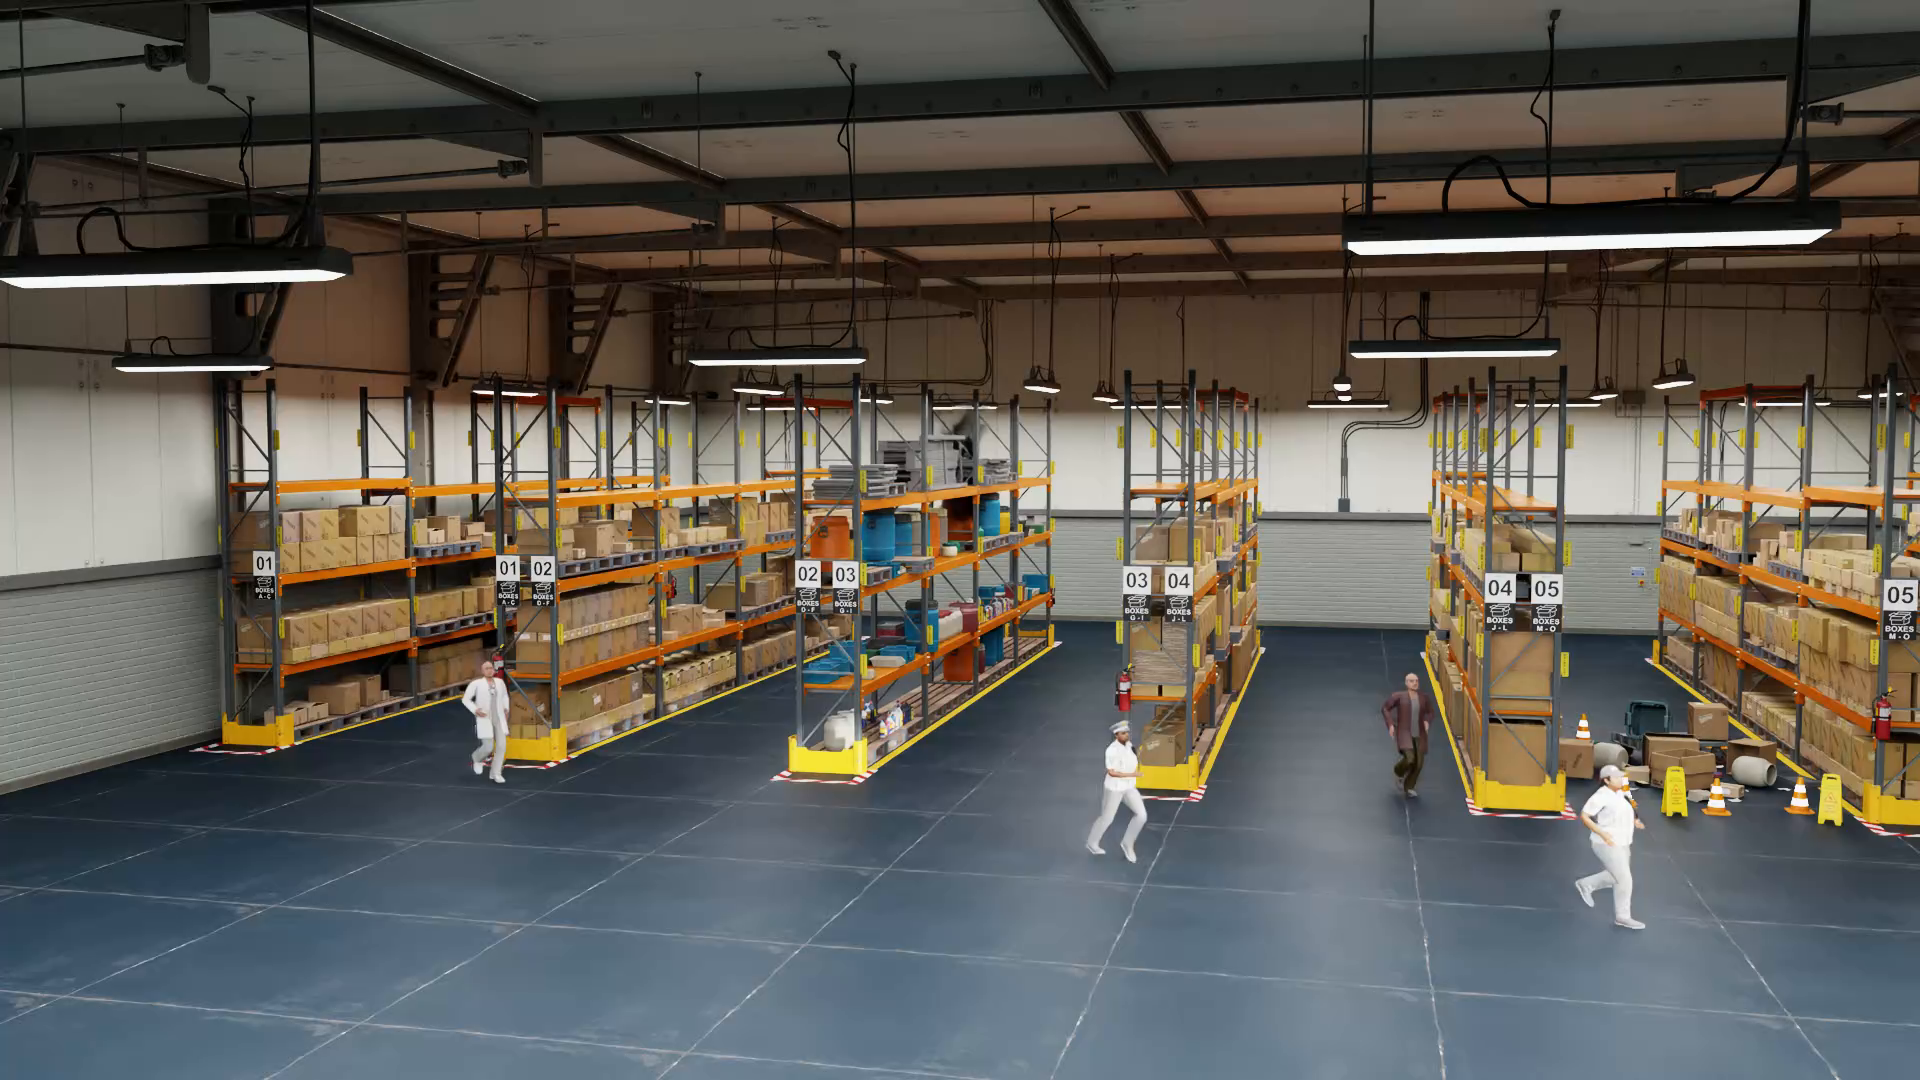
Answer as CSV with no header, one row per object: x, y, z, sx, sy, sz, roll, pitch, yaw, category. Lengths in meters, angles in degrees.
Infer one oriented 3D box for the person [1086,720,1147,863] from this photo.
1.909,2.971,19.780,0.584,1.704,0.864,-3,4,-40,person

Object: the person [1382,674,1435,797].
6.319,2.739,23.261,0.704,1.732,0.628,0,3,-6,person

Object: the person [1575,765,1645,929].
6.736,3.147,17.258,0.620,1.634,0.823,-3,5,-41,person

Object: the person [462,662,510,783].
-6.946,2.672,24.492,0.726,1.760,0.751,-3,4,-40,person
